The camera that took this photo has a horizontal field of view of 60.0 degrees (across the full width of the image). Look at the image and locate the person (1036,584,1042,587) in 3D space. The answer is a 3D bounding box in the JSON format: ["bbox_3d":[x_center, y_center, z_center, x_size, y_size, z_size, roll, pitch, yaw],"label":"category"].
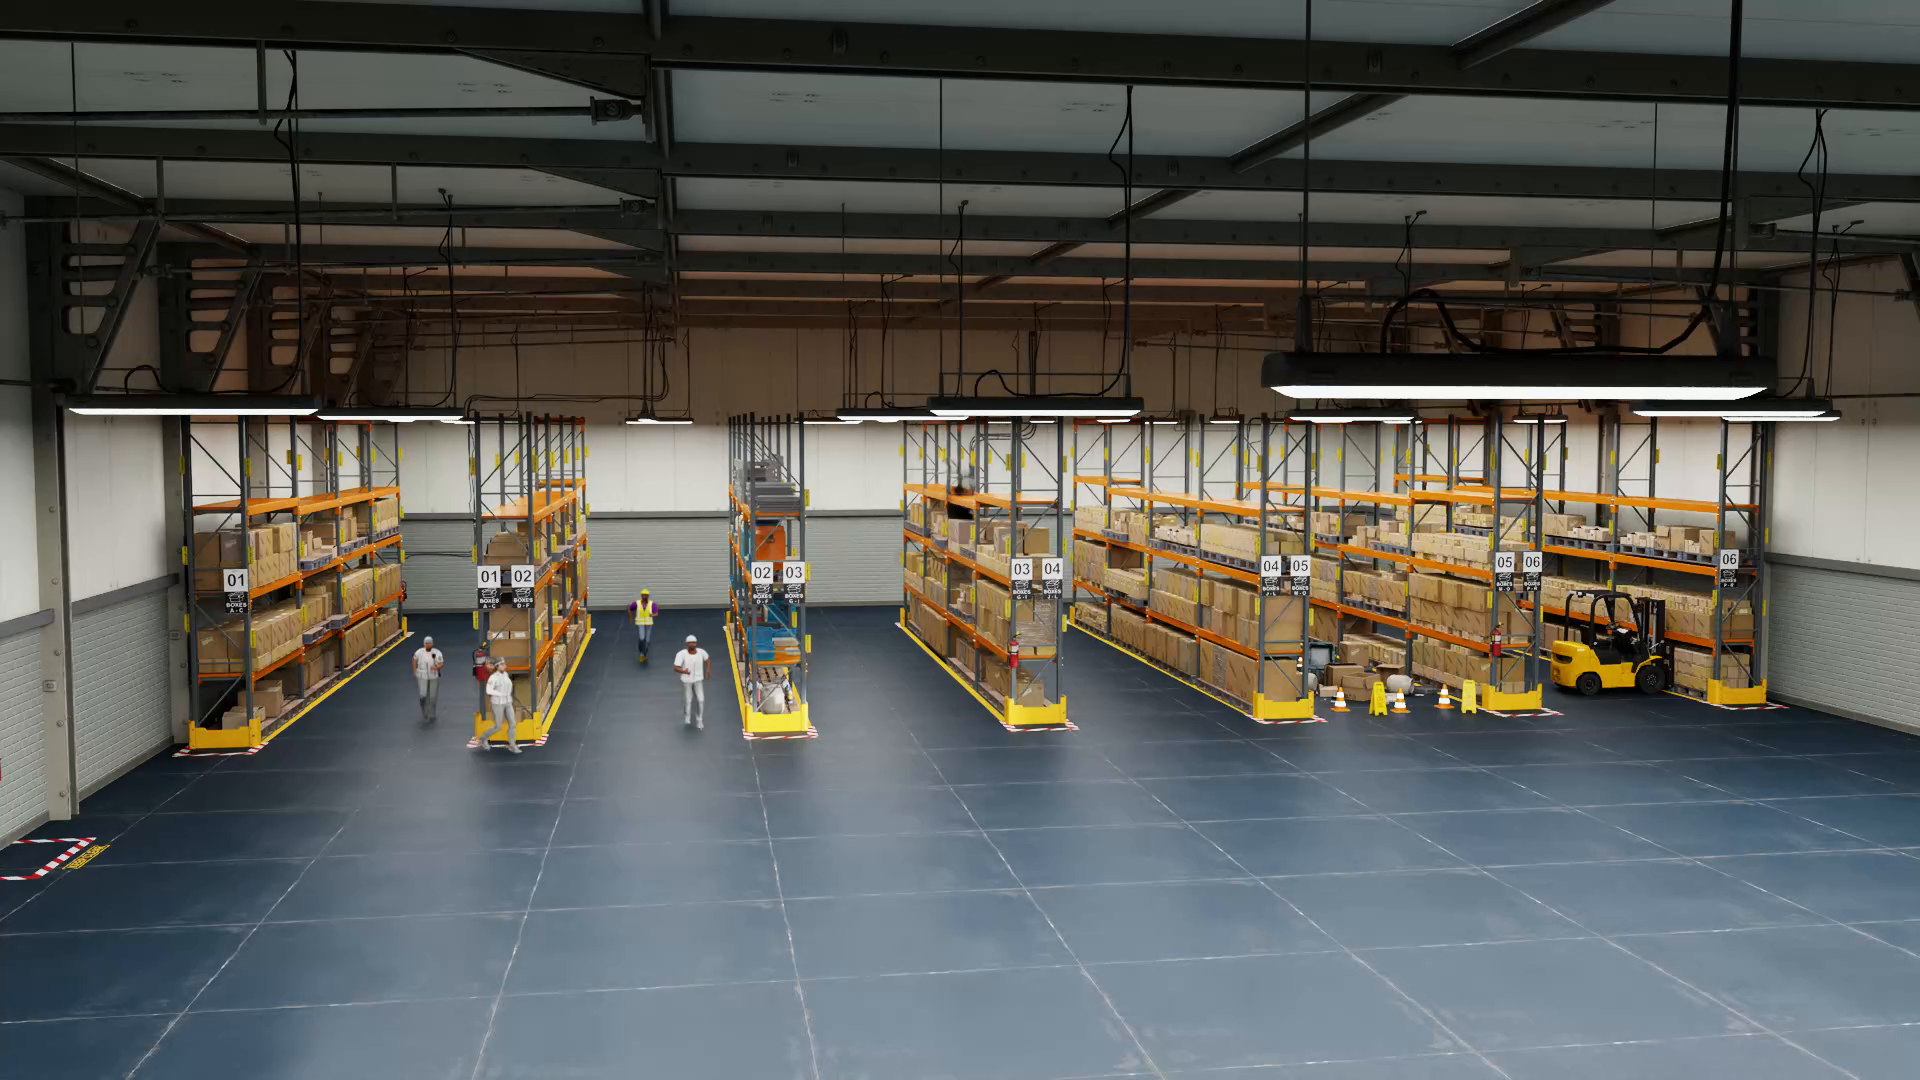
[{"bbox_3d":[2.272,1.680,46.687,0.655,1.739,0.866,0,4,1],"label":"person"}]

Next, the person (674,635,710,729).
[{"bbox_3d":[-5.068,2.709,31.581,0.730,1.815,0.725,-1,4,-19],"label":"person"}]

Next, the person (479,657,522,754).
[{"bbox_3d":[-8.051,2.893,29.152,0.789,1.702,0.639,1,4,20],"label":"person"}]

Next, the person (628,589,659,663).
[{"bbox_3d":[-7.676,2.092,40.458,0.682,1.785,0.692,-2,4,-21],"label":"person"}]

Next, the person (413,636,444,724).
[{"bbox_3d":[-10.297,2.712,32.218,0.570,1.705,0.796,-1,4,-19],"label":"person"}]
